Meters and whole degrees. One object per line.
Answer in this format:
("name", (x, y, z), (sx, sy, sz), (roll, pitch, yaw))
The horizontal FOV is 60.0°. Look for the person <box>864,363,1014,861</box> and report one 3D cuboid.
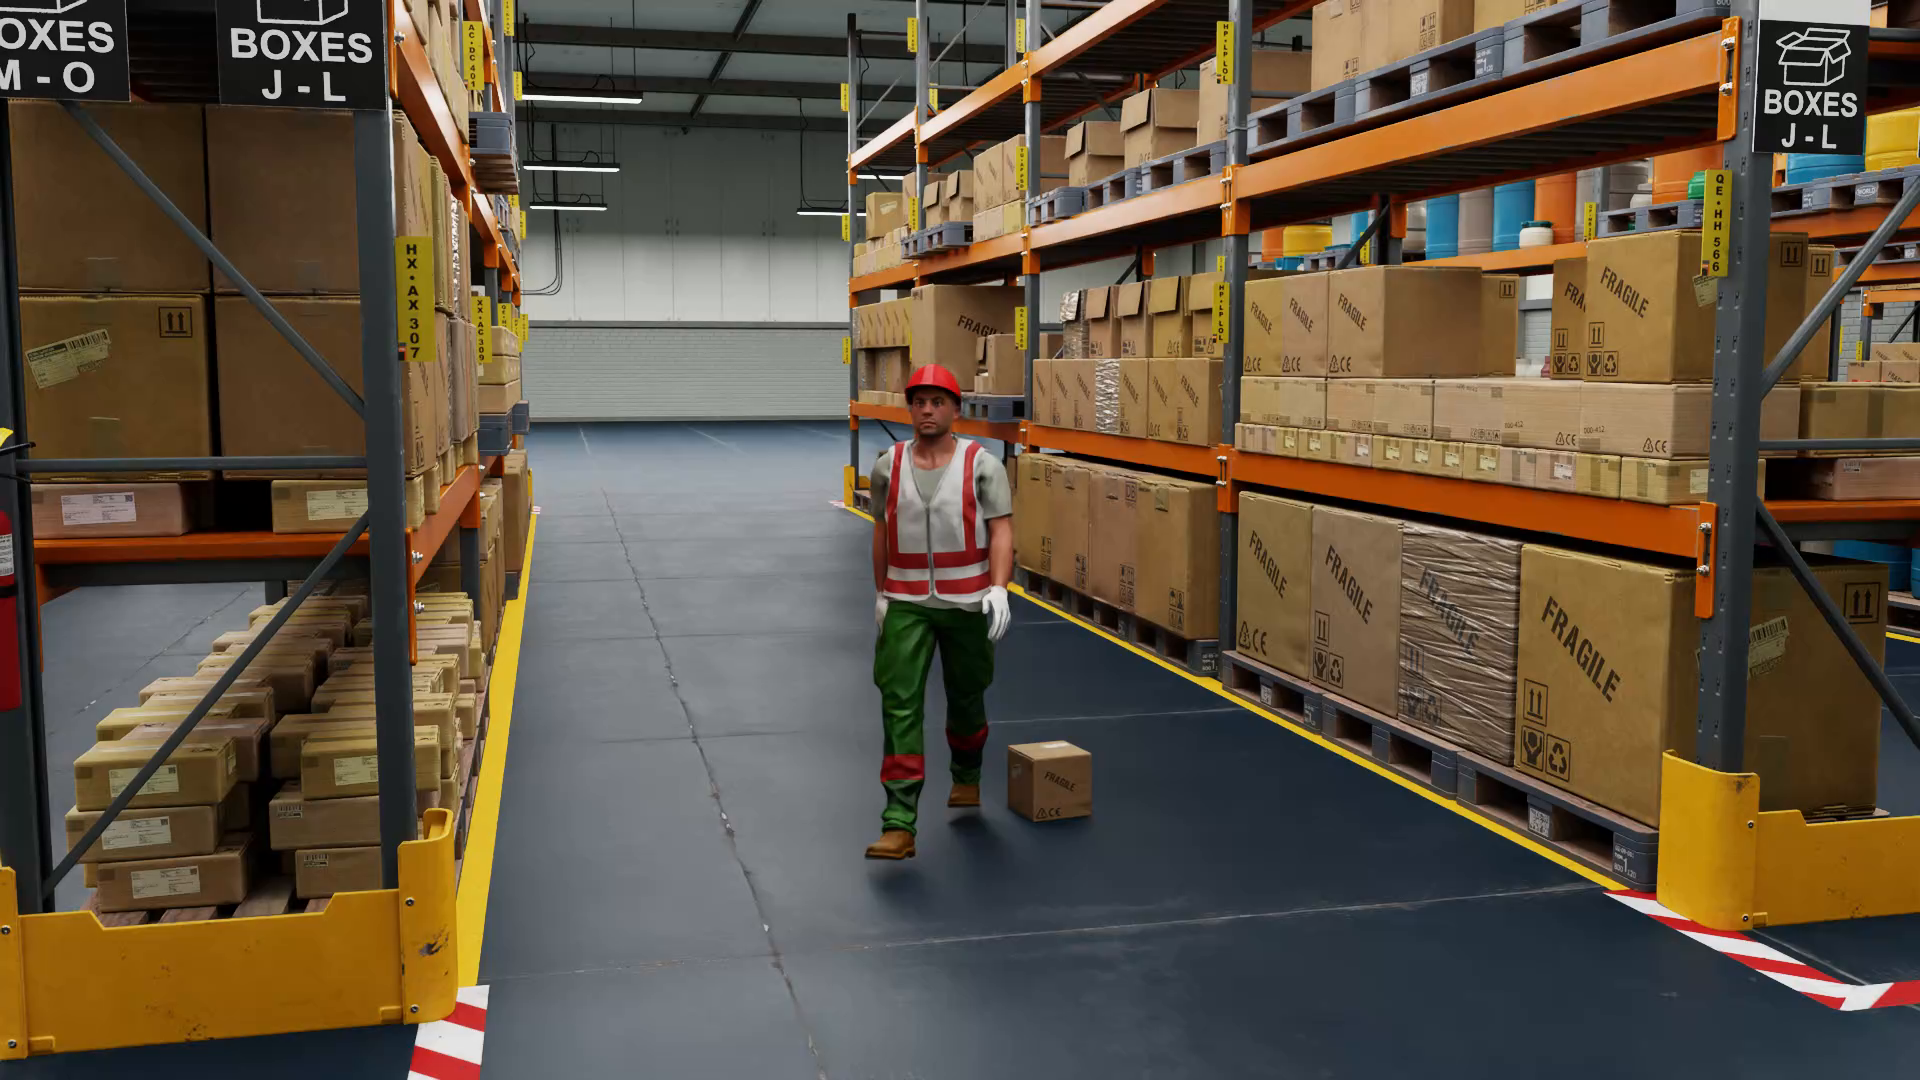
("person", (-0.077, 0.230, 6.034), (0.549, 1.732, 1.066), (1, 6, 6))
